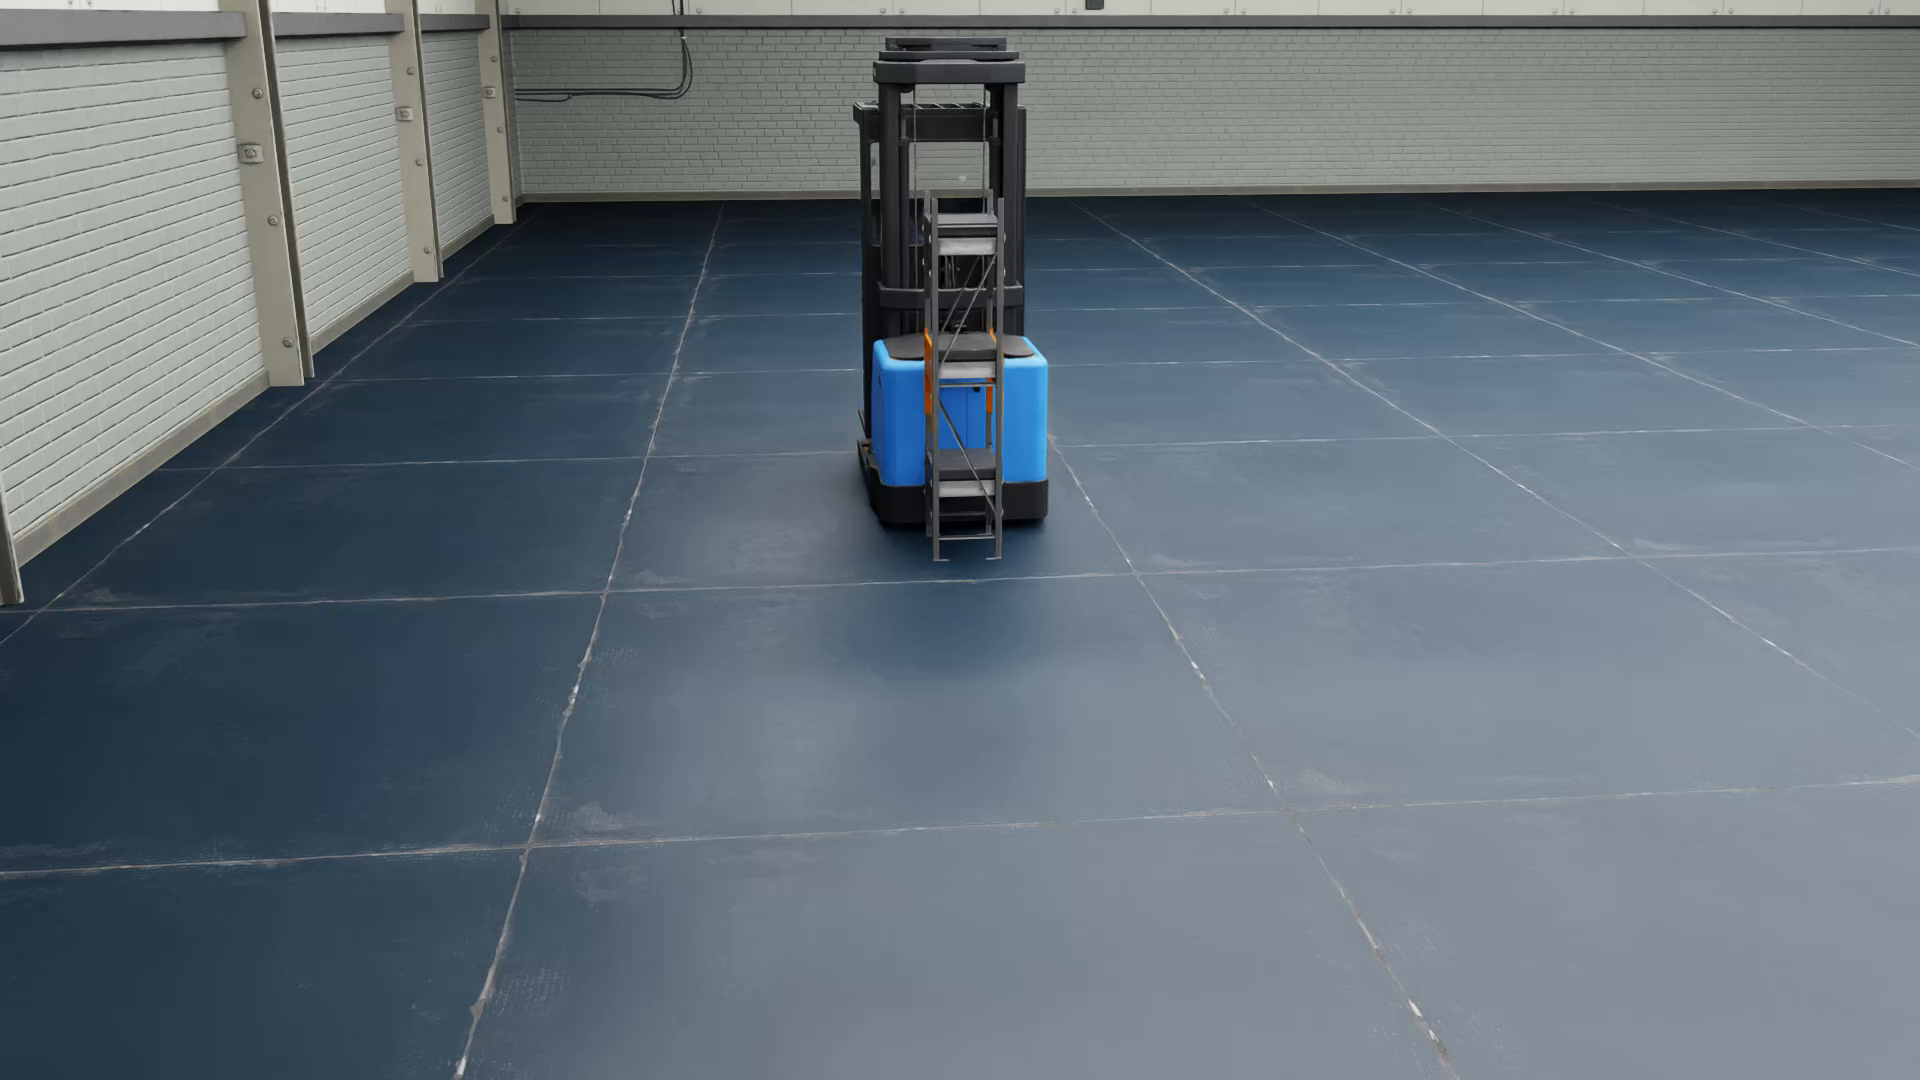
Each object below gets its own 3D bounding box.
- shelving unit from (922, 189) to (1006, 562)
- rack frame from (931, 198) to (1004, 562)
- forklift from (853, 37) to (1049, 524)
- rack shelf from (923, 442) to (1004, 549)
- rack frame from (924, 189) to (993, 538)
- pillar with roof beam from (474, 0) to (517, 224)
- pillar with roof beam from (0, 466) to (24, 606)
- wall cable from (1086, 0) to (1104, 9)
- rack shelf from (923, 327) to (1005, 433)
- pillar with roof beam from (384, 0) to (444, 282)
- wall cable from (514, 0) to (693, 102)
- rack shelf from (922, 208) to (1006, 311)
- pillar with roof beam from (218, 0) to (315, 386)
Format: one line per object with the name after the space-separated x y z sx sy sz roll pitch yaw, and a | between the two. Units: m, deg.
0.017 -0.952 9.705 0.431 2.100 0.503 -2 18 -6 | shelving unit
0.042 -0.880 9.474 0.400 2.100 0.015 -2 18 -6 | rack frame
-0.140 -1.895 11.320 1.130 2.935 3.031 -2 18 -7 | forklift
0.017 -0.272 9.919 0.431 0.518 0.480 -2 18 -6 | rack shelf
-0.008 -1.025 9.937 0.400 2.100 0.015 -2 18 -6 | rack frame
-2.841 -9.396 25.084 9.100 9.000 0.400 -2 18 -6 | pillar with roof beam
-0.984 -4.034 8.002 9.100 9.000 0.400 -2 18 -6 | pillar with roof beam
3.333 -12.093 27.996 2.305 6.003 0.169 -2 18 -6 | wall cable
0.017 -0.939 9.710 0.431 0.518 0.480 -2 18 -6 | rack shelf
-2.222 -7.609 19.390 9.100 9.000 0.400 -2 18 -6 | pillar with roof beam
-6.112 -8.701 28.051 3.097 2.526 0.112 -2 18 -6 | wall cable
0.017 -1.607 9.500 0.431 0.518 0.480 -2 18 -6 | rack shelf
-1.603 -5.821 13.696 9.100 9.000 0.400 -2 18 -6 | pillar with roof beam
